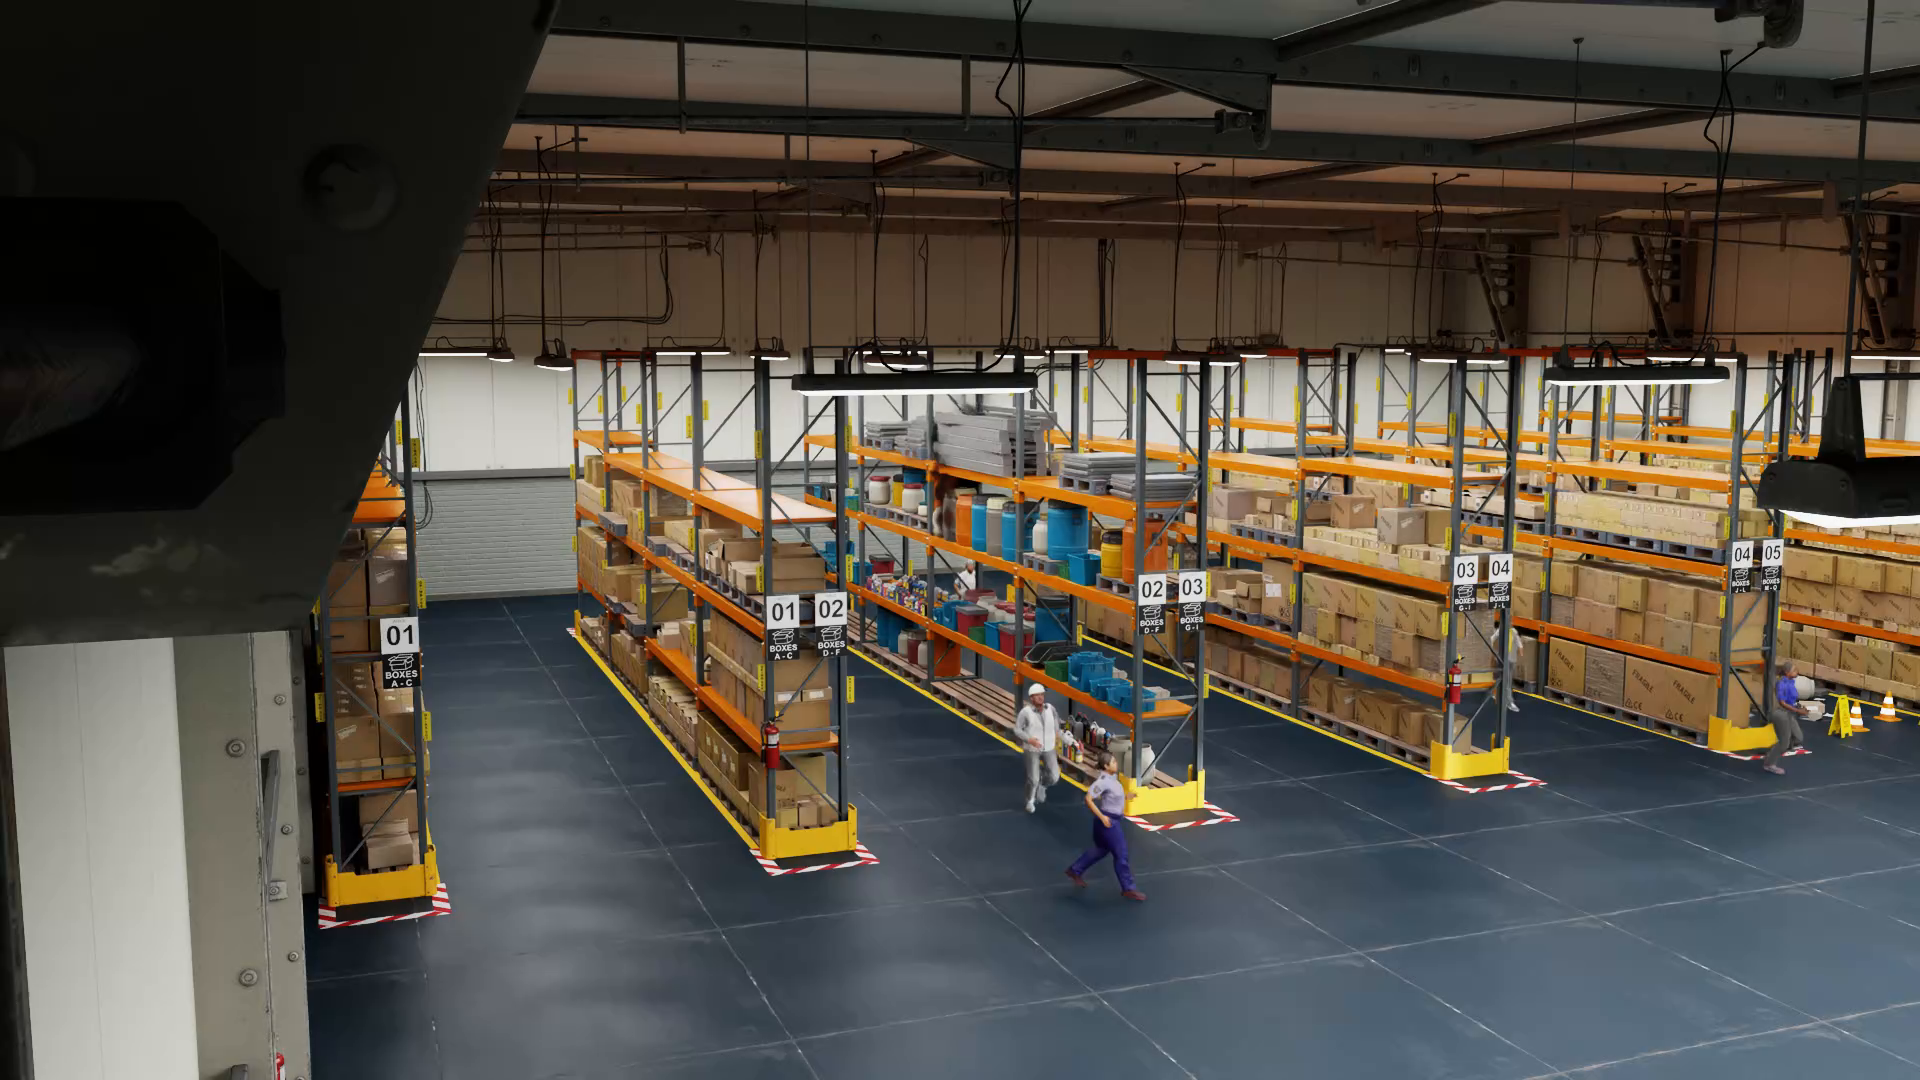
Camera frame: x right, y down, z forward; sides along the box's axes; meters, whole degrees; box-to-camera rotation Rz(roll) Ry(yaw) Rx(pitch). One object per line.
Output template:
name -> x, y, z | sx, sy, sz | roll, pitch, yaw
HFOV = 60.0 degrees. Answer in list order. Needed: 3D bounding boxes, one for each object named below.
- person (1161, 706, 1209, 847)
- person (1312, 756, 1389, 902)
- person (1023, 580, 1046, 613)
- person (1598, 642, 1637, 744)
person -> 2.815, 2.922, 20.675 | 0.535, 1.713, 0.694 | 2, 7, 17
person -> 4.361, 3.224, 18.483 | 0.878, 1.687, 0.599 | 1, 7, 5
person -> 1.457, 1.533, 32.217 | 0.607, 1.639, 0.779 | -5, 9, -34
person -> 10.257, 2.359, 25.872 | 0.576, 1.570, 0.534 | -4, 8, -28
